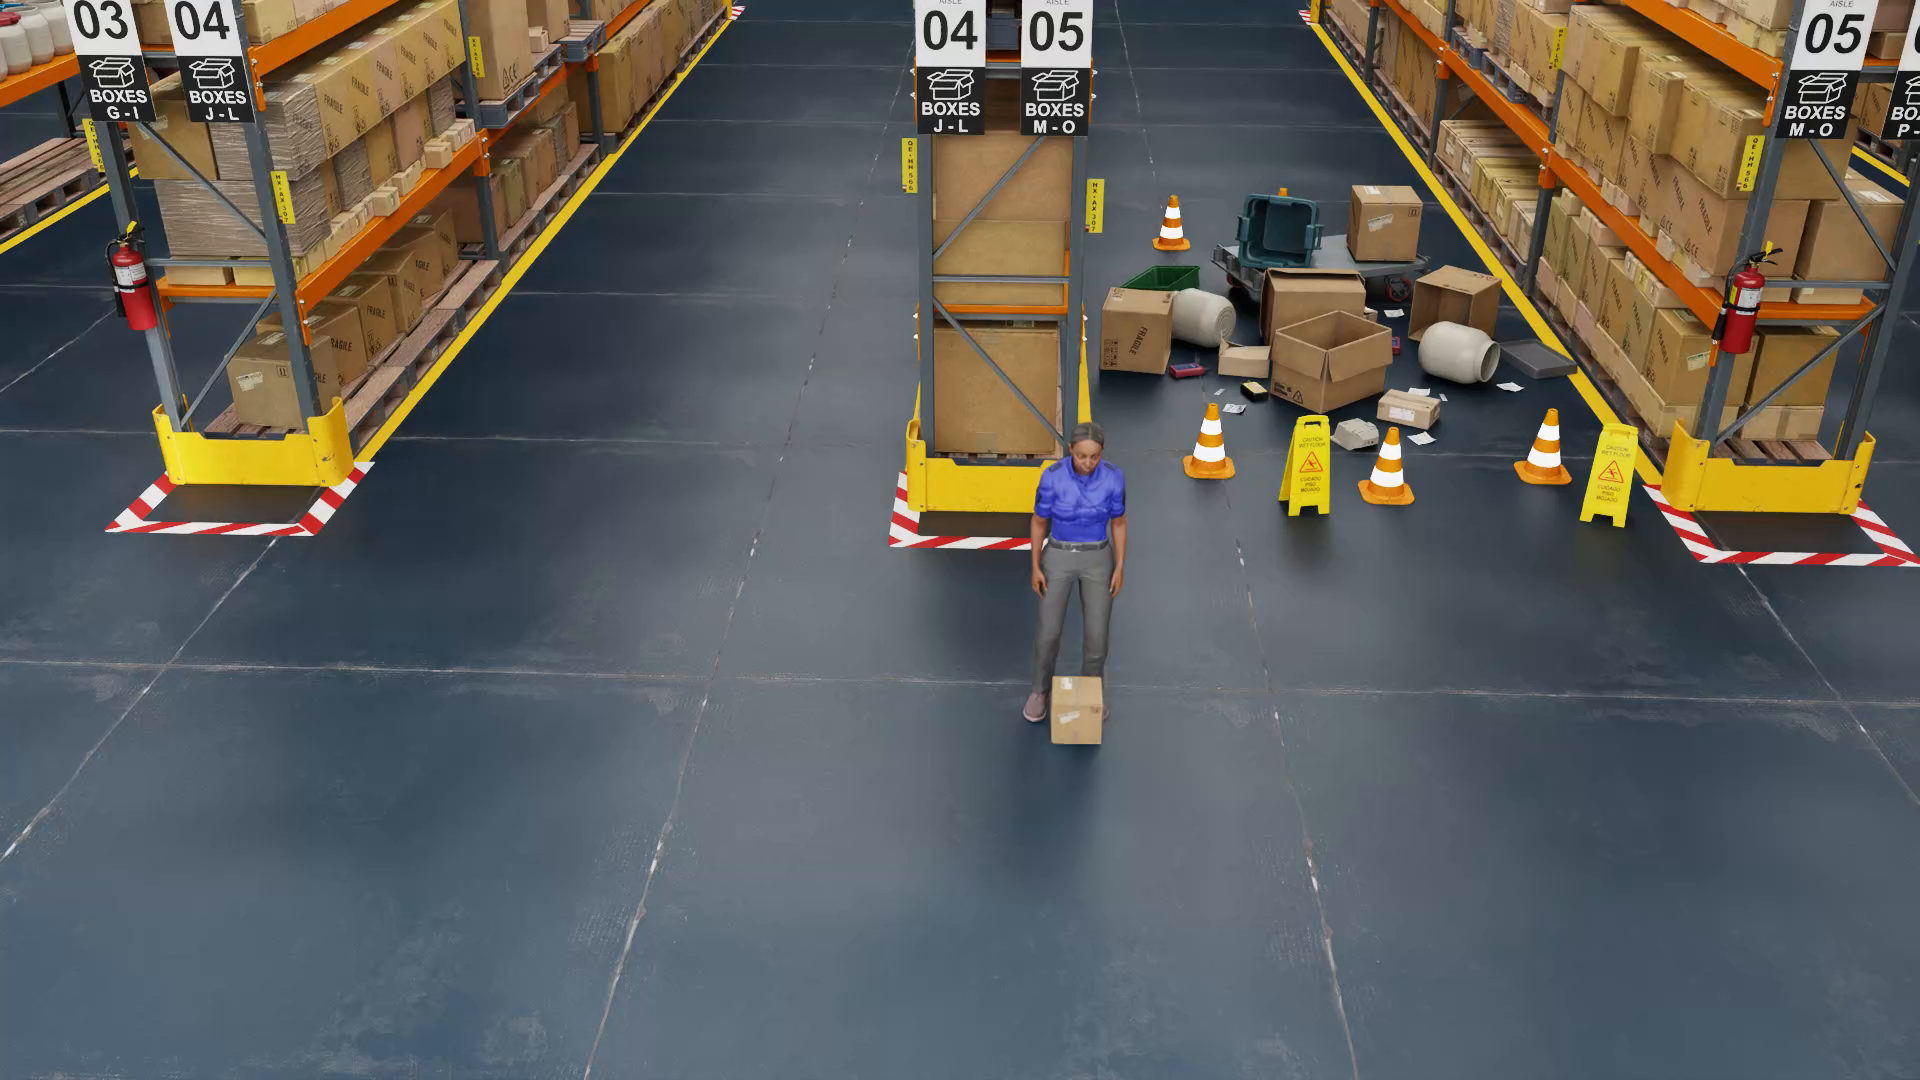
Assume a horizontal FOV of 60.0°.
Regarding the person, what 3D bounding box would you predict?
[{"bbox_3d":[0.583,0.141,8.363,0.506,1.655,0.347,0,28,0],"label":"person"}]
